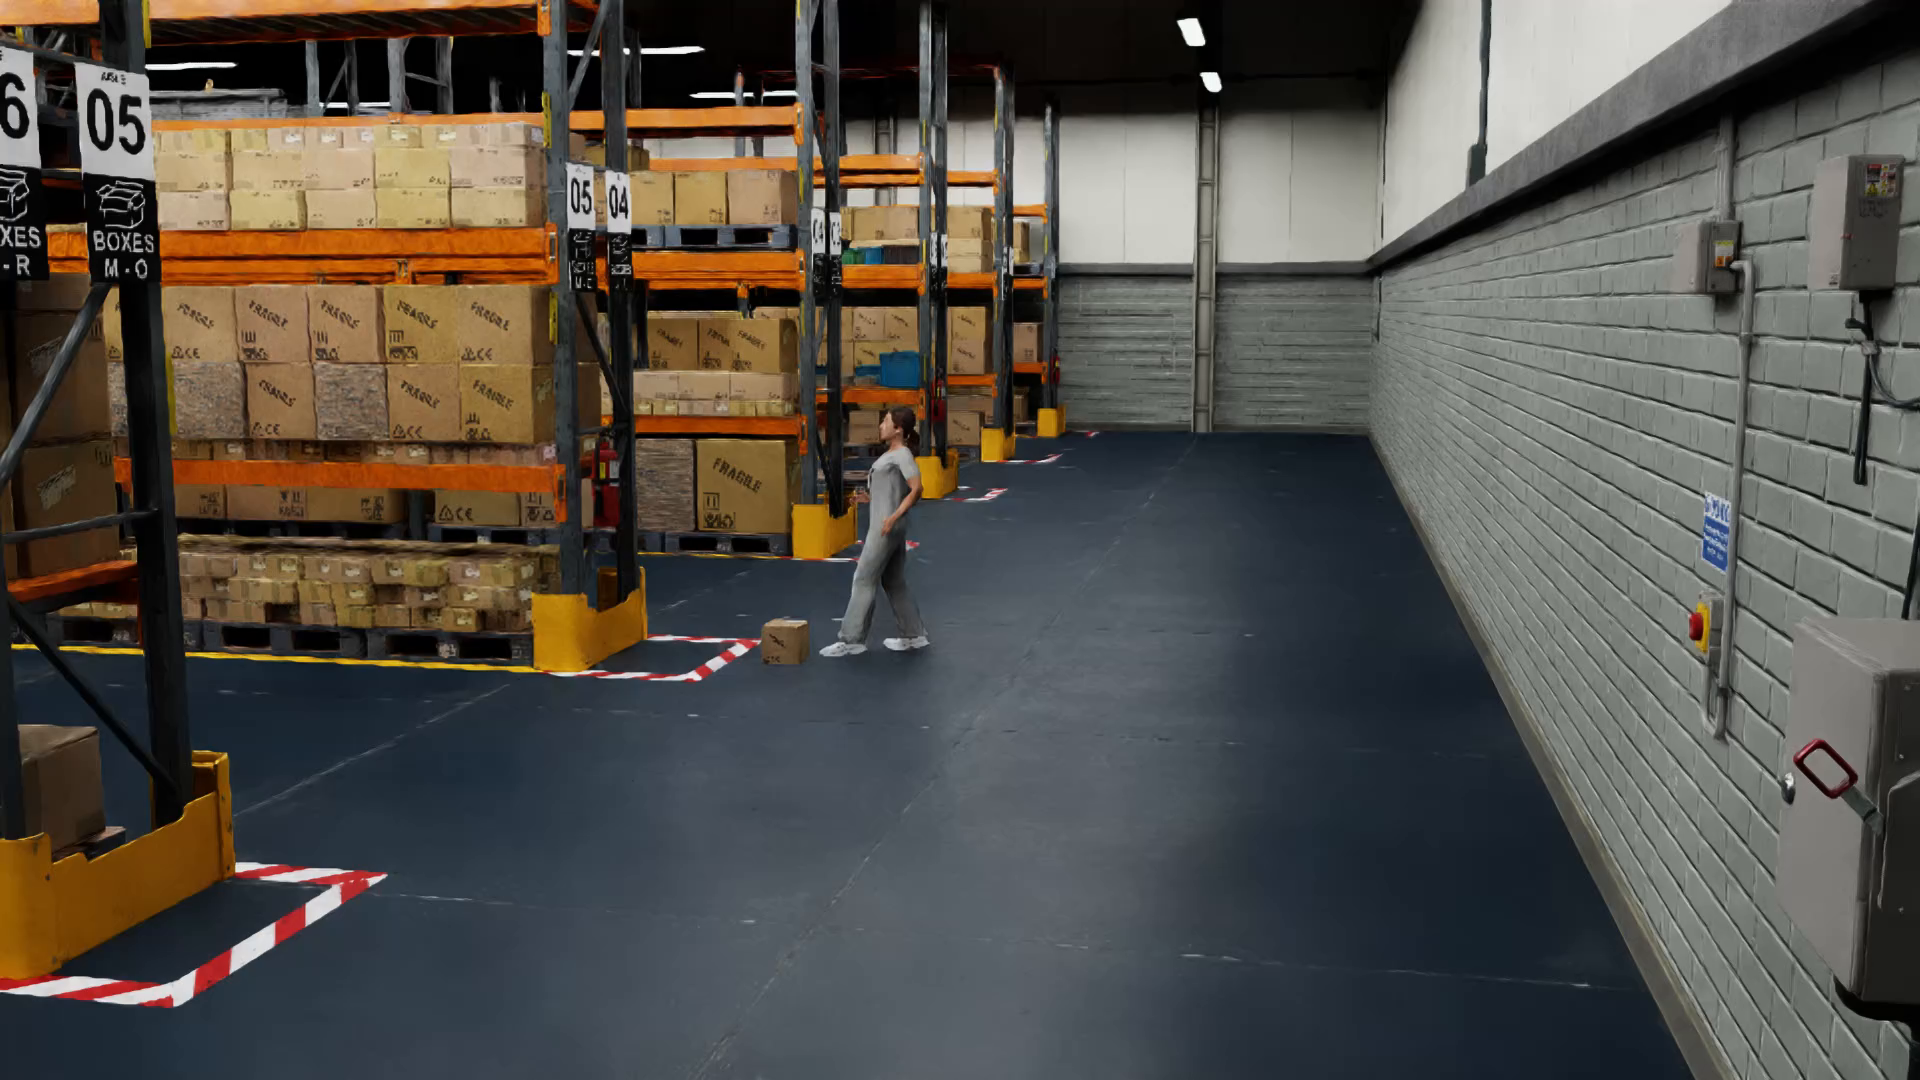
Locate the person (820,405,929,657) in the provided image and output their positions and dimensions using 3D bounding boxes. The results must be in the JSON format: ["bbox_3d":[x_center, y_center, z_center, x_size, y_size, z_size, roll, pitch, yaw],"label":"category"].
[{"bbox_3d":[-0.569,-0.055,11.010,0.731,1.658,0.612,-1,8,-4],"label":"person"}]
